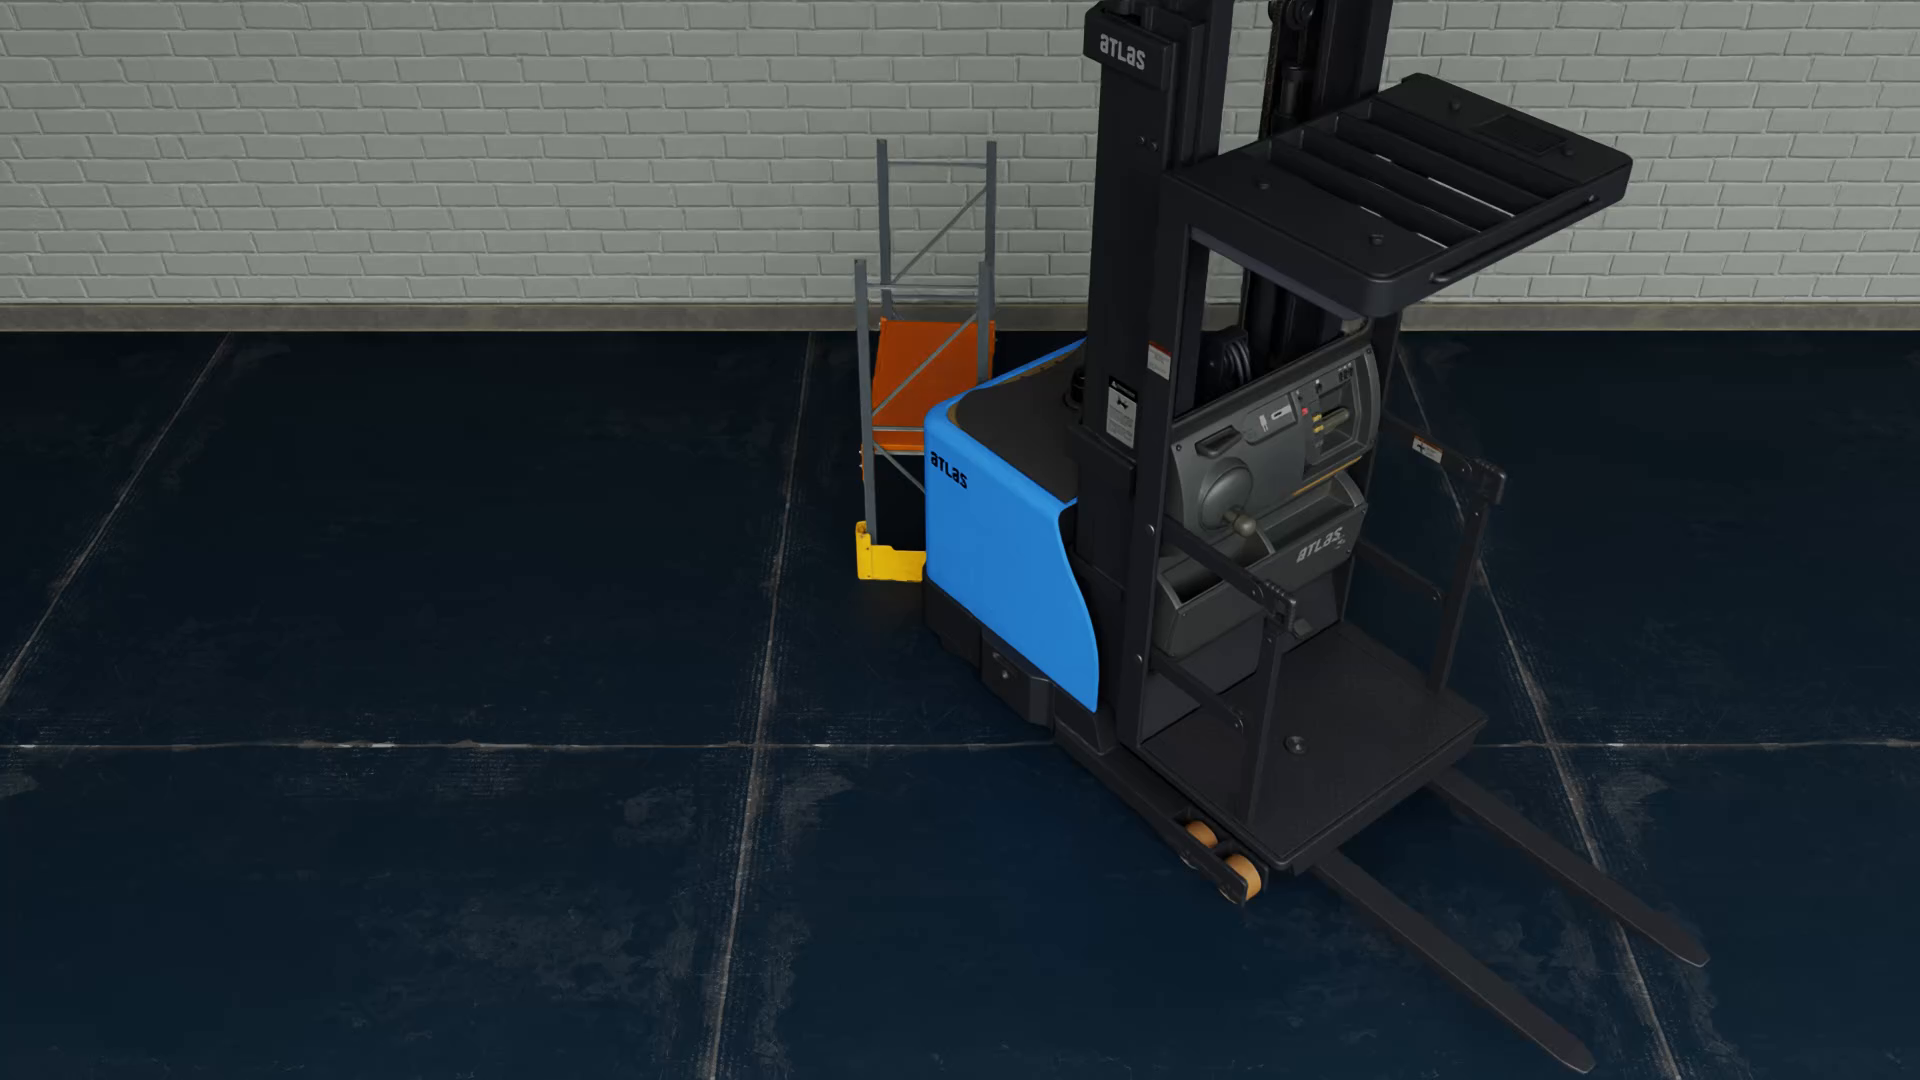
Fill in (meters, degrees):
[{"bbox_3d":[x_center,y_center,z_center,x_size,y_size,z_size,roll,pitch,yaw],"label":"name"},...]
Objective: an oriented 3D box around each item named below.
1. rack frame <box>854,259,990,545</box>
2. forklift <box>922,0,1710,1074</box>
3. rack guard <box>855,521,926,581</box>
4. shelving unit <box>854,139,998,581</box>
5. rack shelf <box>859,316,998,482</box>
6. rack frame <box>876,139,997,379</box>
[{"bbox_3d":[-0.140,-0.436,6.595,0.500,1.500,0.032,2,39,2],"label":"rack frame"},{"bbox_3d":[1.162,-0.258,5.228,1.130,2.935,3.031,-27,46,-29],"label":"forklift"},{"bbox_3d":[-0.140,0.051,6.987,0.587,0.250,0.087,2,39,2],"label":"rack guard"},{"bbox_3d":[-0.119,-0.748,6.984,0.587,1.500,1.083,2,39,2],"label":"shelving unit"},{"bbox_3d":[-0.119,-0.614,7.104,0.538,0.185,1.000,2,39,2],"label":"rack shelf"},{"bbox_3d":[-0.097,-1.072,7.388,0.500,1.500,0.032,2,39,2],"label":"rack frame"}]
